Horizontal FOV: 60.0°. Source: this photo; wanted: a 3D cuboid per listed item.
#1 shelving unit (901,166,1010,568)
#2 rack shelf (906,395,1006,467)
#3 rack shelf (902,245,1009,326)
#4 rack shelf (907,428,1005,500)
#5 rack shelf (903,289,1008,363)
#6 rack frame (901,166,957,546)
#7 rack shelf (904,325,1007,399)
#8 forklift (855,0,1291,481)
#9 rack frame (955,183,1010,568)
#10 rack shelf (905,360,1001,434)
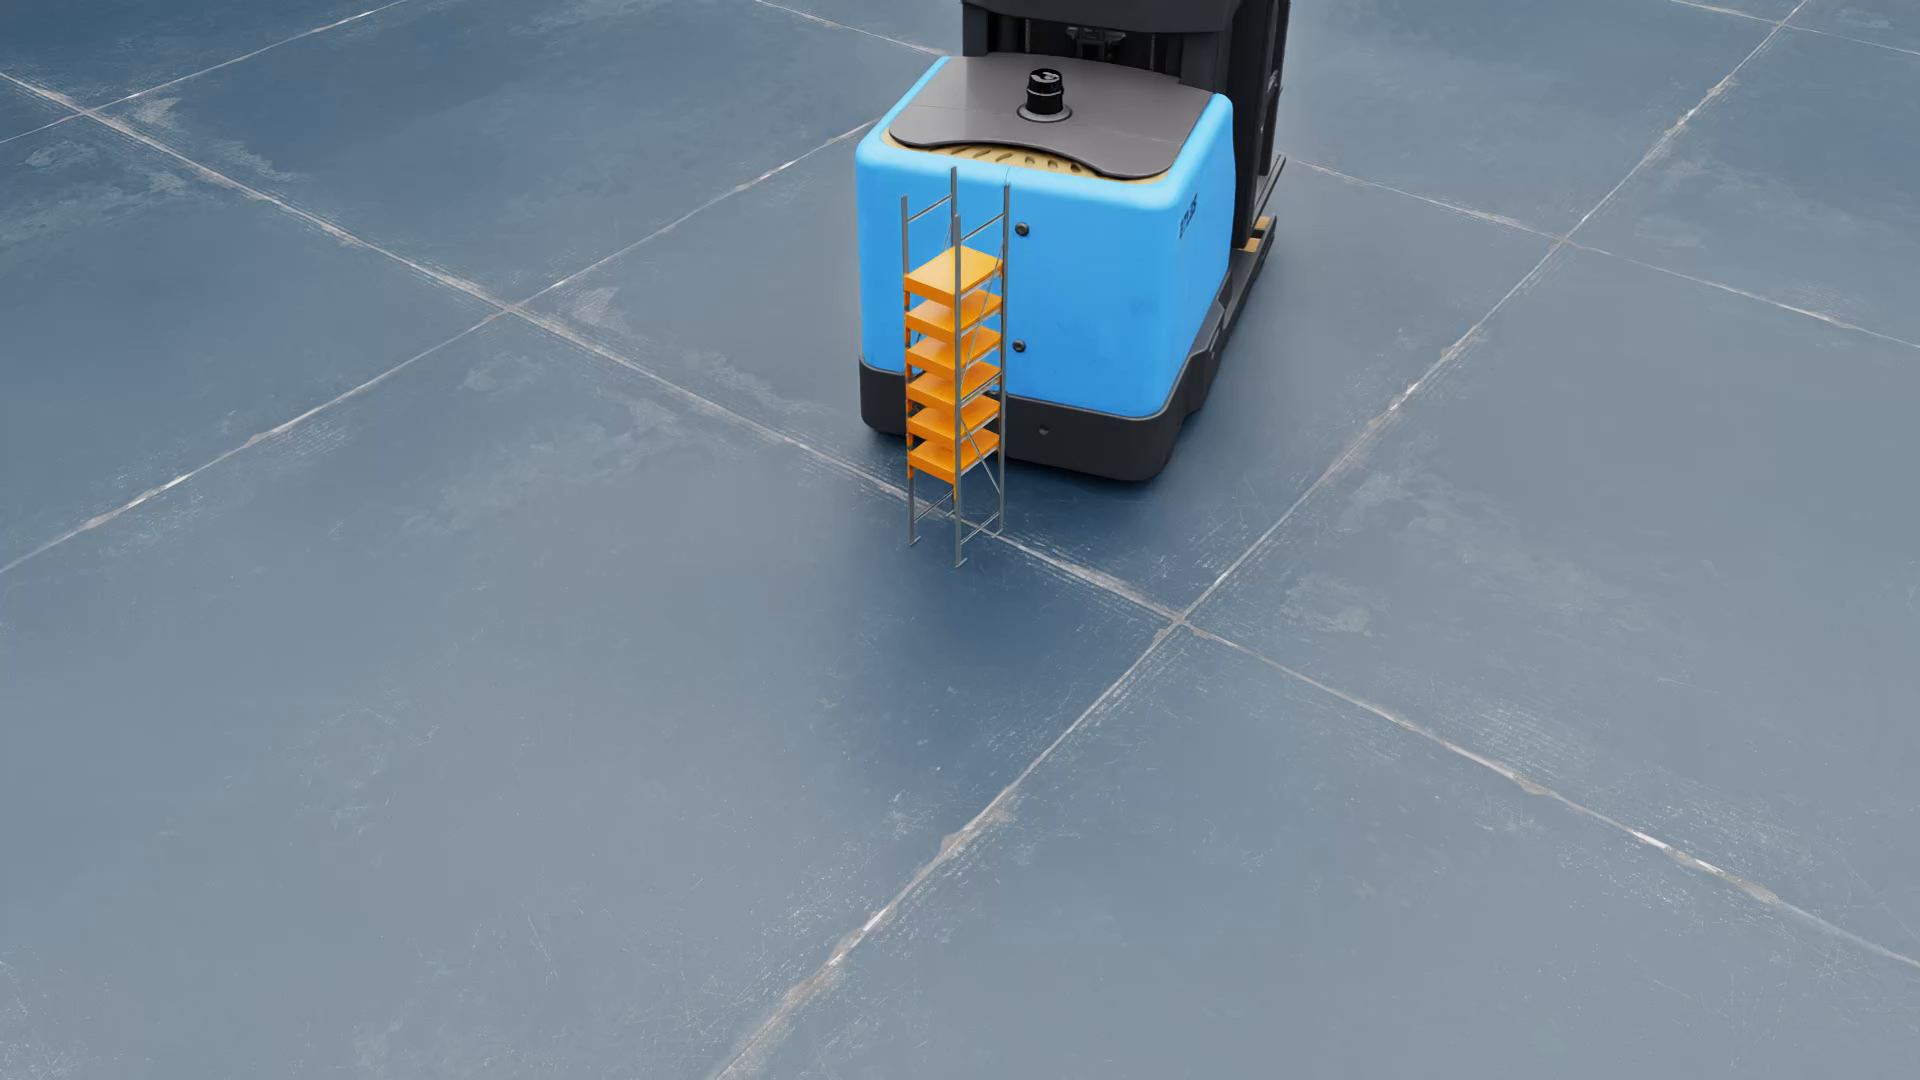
[{"bbox_3d":[-0.012,-0.478,4.887,0.189,1.200,0.258,25,45,29],"label":"shelving unit"},{"bbox_3d":[-0.011,-0.348,4.988,0.180,0.103,0.258,25,45,29],"label":"rack shelf"},{"bbox_3d":[-0.012,-0.726,4.693,0.180,0.103,0.258,25,45,29],"label":"rack shelf"},{"bbox_3d":[-0.011,-0.254,5.062,0.180,0.103,0.258,25,45,29],"label":"rack shelf"},{"bbox_3d":[-0.012,-0.632,4.766,0.180,0.103,0.258,25,45,29],"label":"rack shelf"},{"bbox_3d":[-0.084,-0.512,4.931,0.006,1.200,0.240,25,45,29],"label":"rack frame"},{"bbox_3d":[-0.012,-0.537,4.840,0.180,0.103,0.258,25,45,29],"label":"rack shelf"},{"bbox_3d":[0.636,-2.256,5.754,1.130,2.935,3.031,12,40,15],"label":"forklift"},{"bbox_3d":[0.061,-0.444,4.843,0.006,1.200,0.240,25,45,29],"label":"rack frame"},{"bbox_3d":[-0.012,-0.443,4.914,0.180,0.103,0.258,25,45,29],"label":"rack shelf"}]
